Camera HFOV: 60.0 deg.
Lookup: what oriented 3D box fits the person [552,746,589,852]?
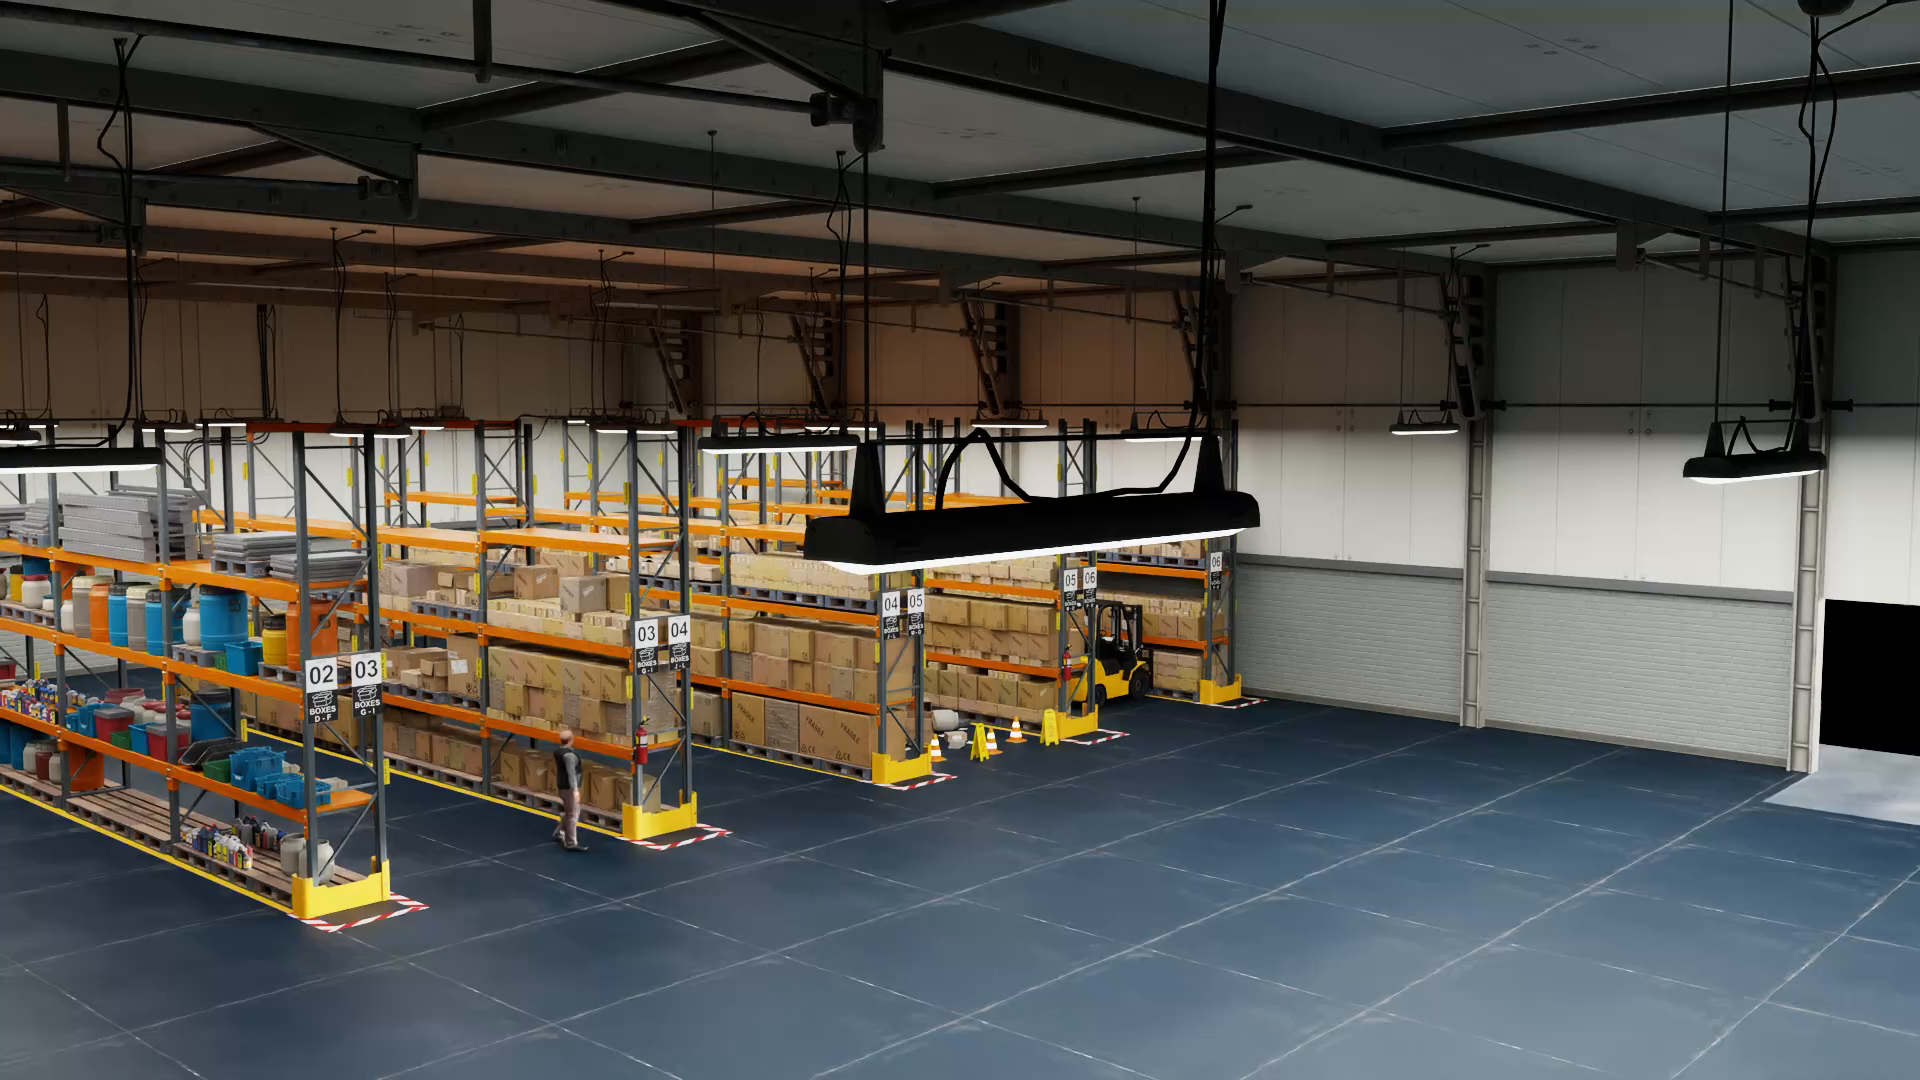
[{"bbox_3d":[-14.819,3.334,27.734,15.134,1.507,14.493,-2,5,-20],"label":"person"}]
